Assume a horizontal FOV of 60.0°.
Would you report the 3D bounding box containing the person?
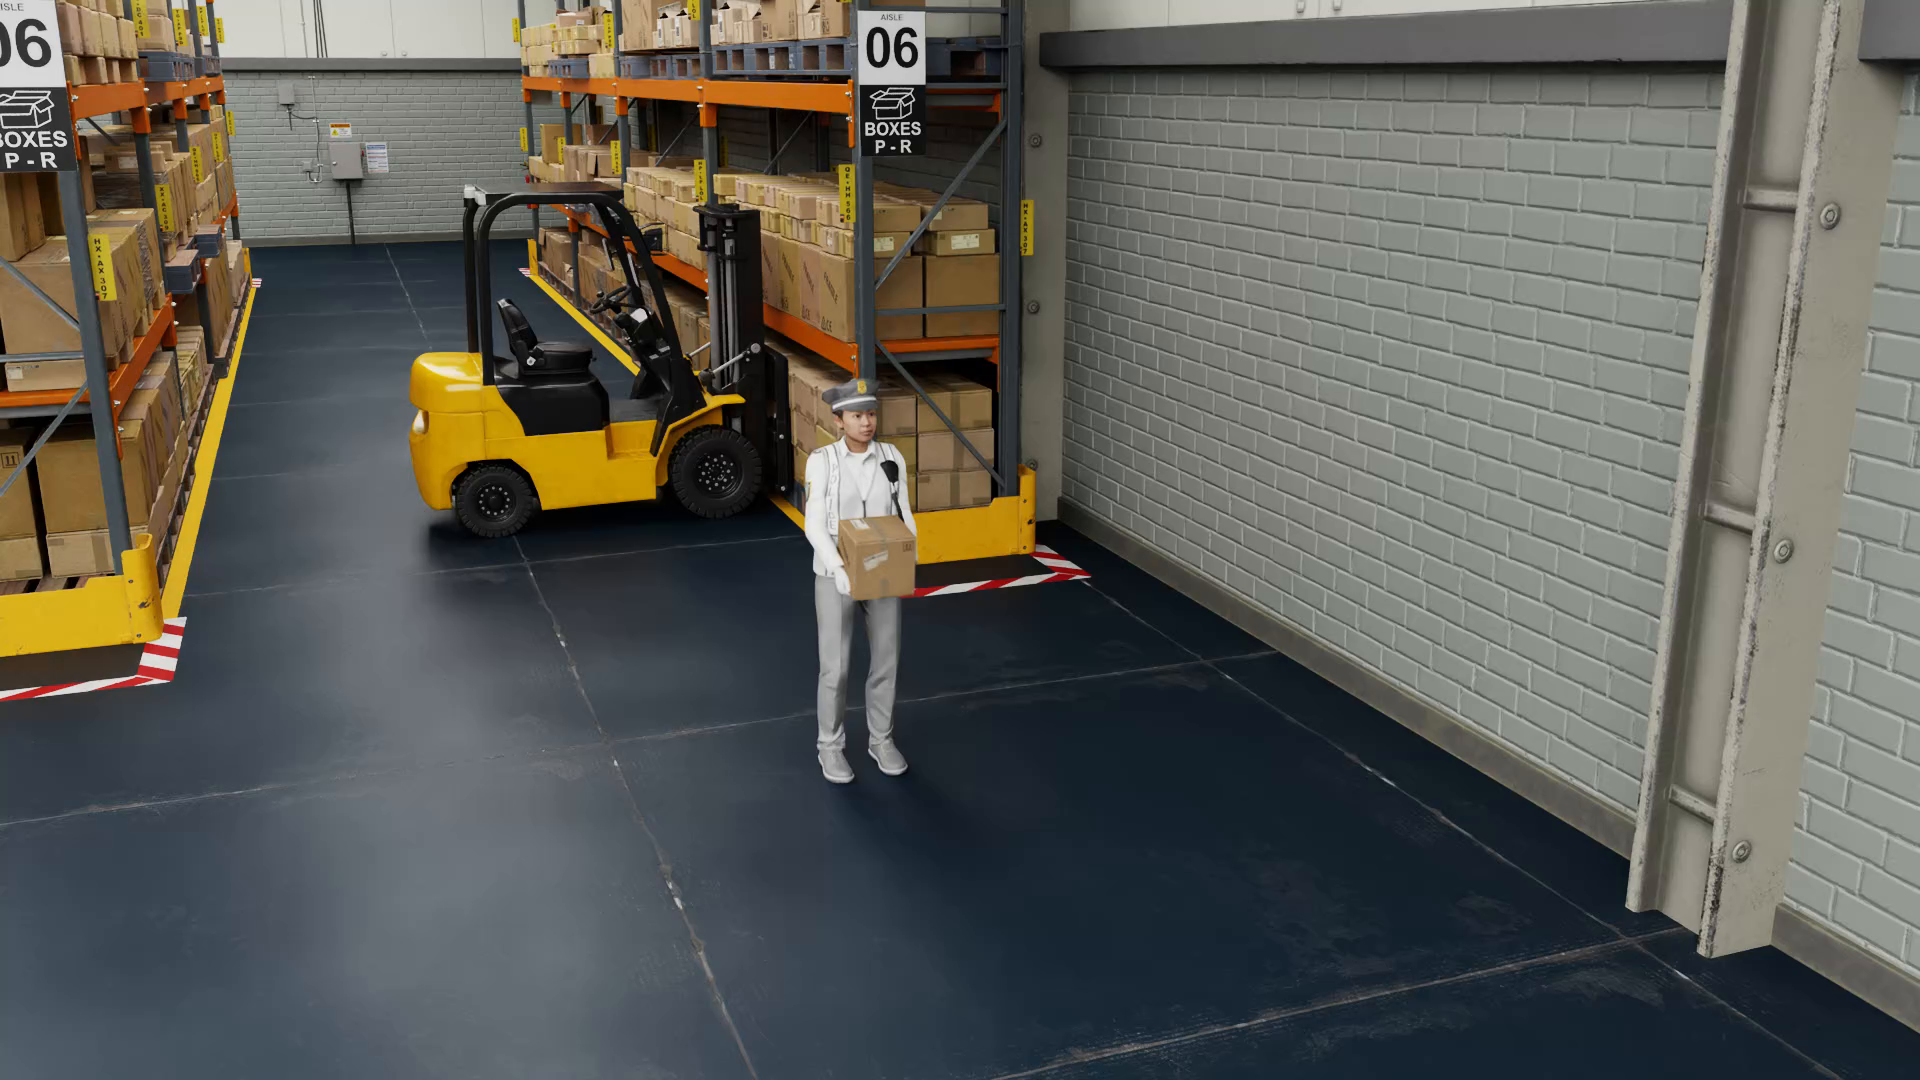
[{"bbox_3d":[-0.405,0.177,6.858,0.453,1.686,0.551,-6,17,-19],"label":"person"}]
